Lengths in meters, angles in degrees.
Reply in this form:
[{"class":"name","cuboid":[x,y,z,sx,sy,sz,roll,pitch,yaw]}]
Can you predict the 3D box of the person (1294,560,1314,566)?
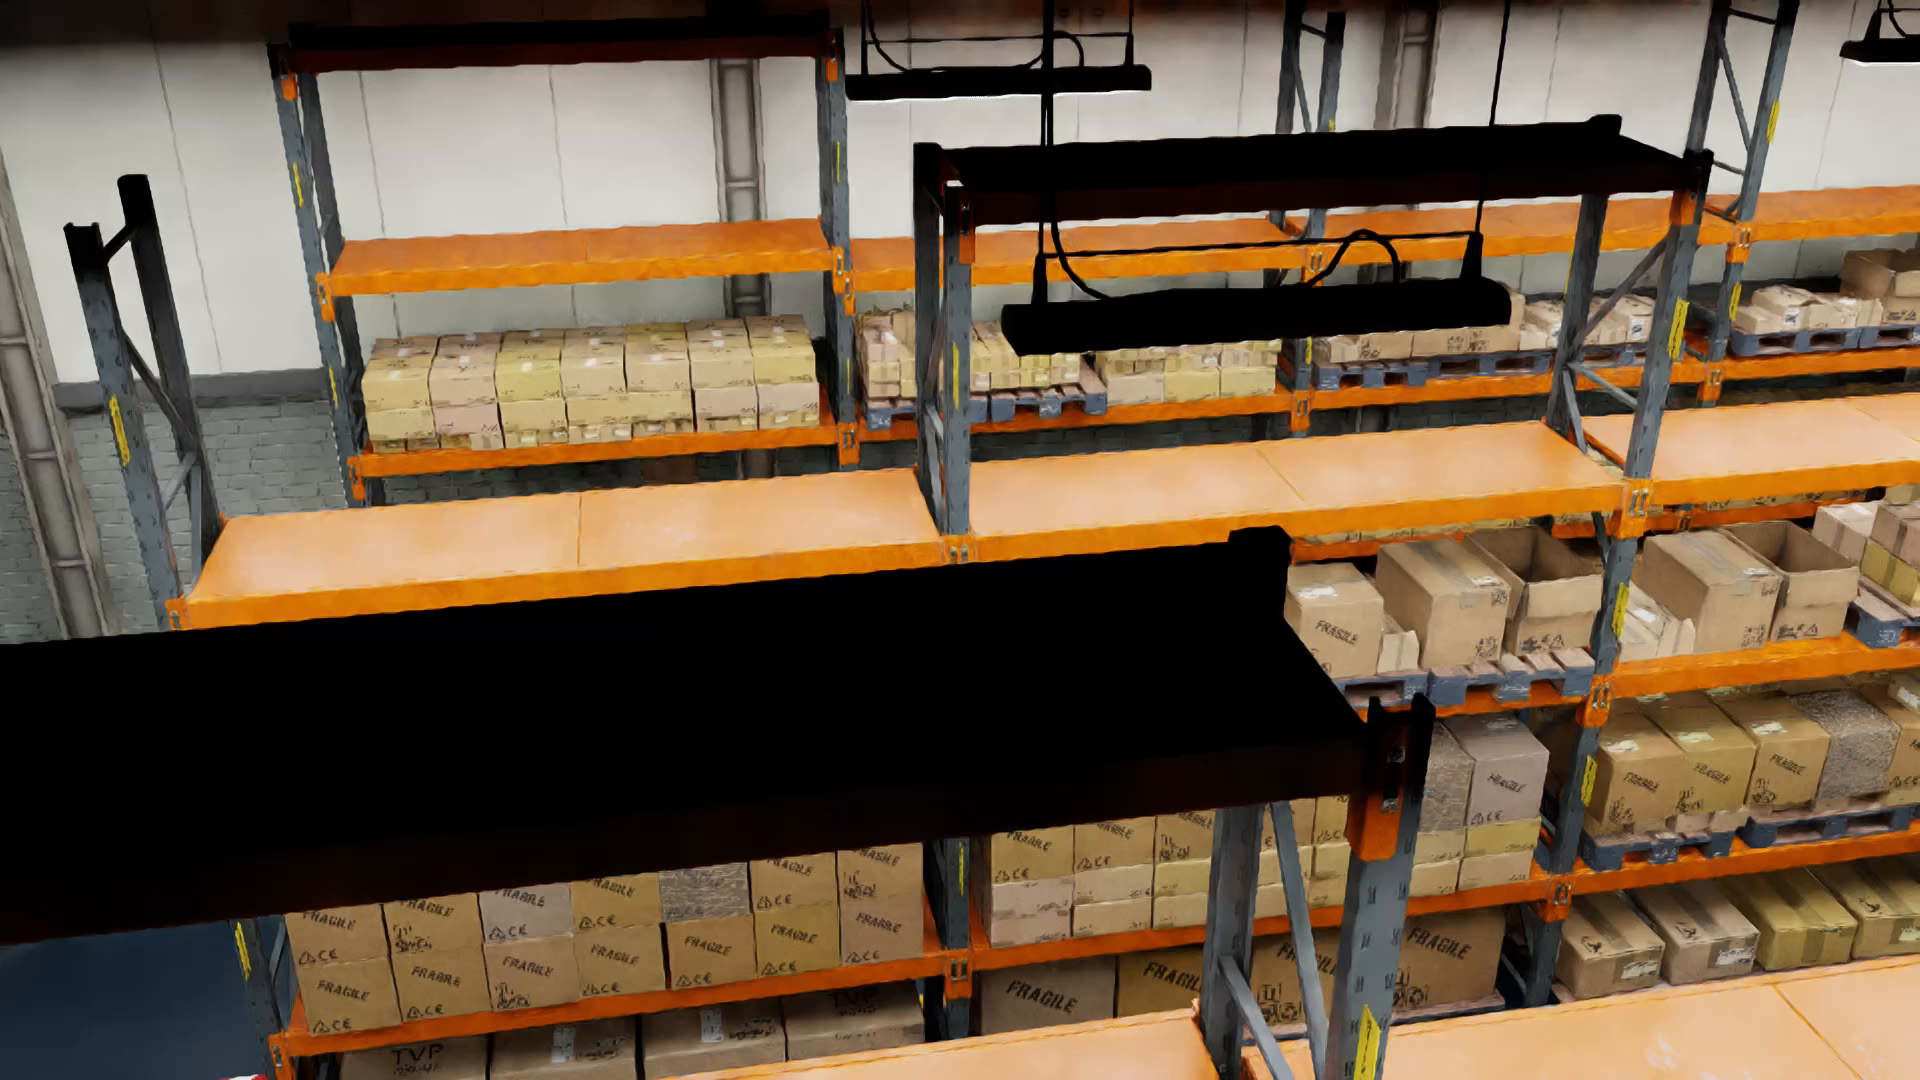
[{"class":"person","cuboid":[2.922,0.939,14.402,0.576,1.665,0.575,5,26,11]}]
